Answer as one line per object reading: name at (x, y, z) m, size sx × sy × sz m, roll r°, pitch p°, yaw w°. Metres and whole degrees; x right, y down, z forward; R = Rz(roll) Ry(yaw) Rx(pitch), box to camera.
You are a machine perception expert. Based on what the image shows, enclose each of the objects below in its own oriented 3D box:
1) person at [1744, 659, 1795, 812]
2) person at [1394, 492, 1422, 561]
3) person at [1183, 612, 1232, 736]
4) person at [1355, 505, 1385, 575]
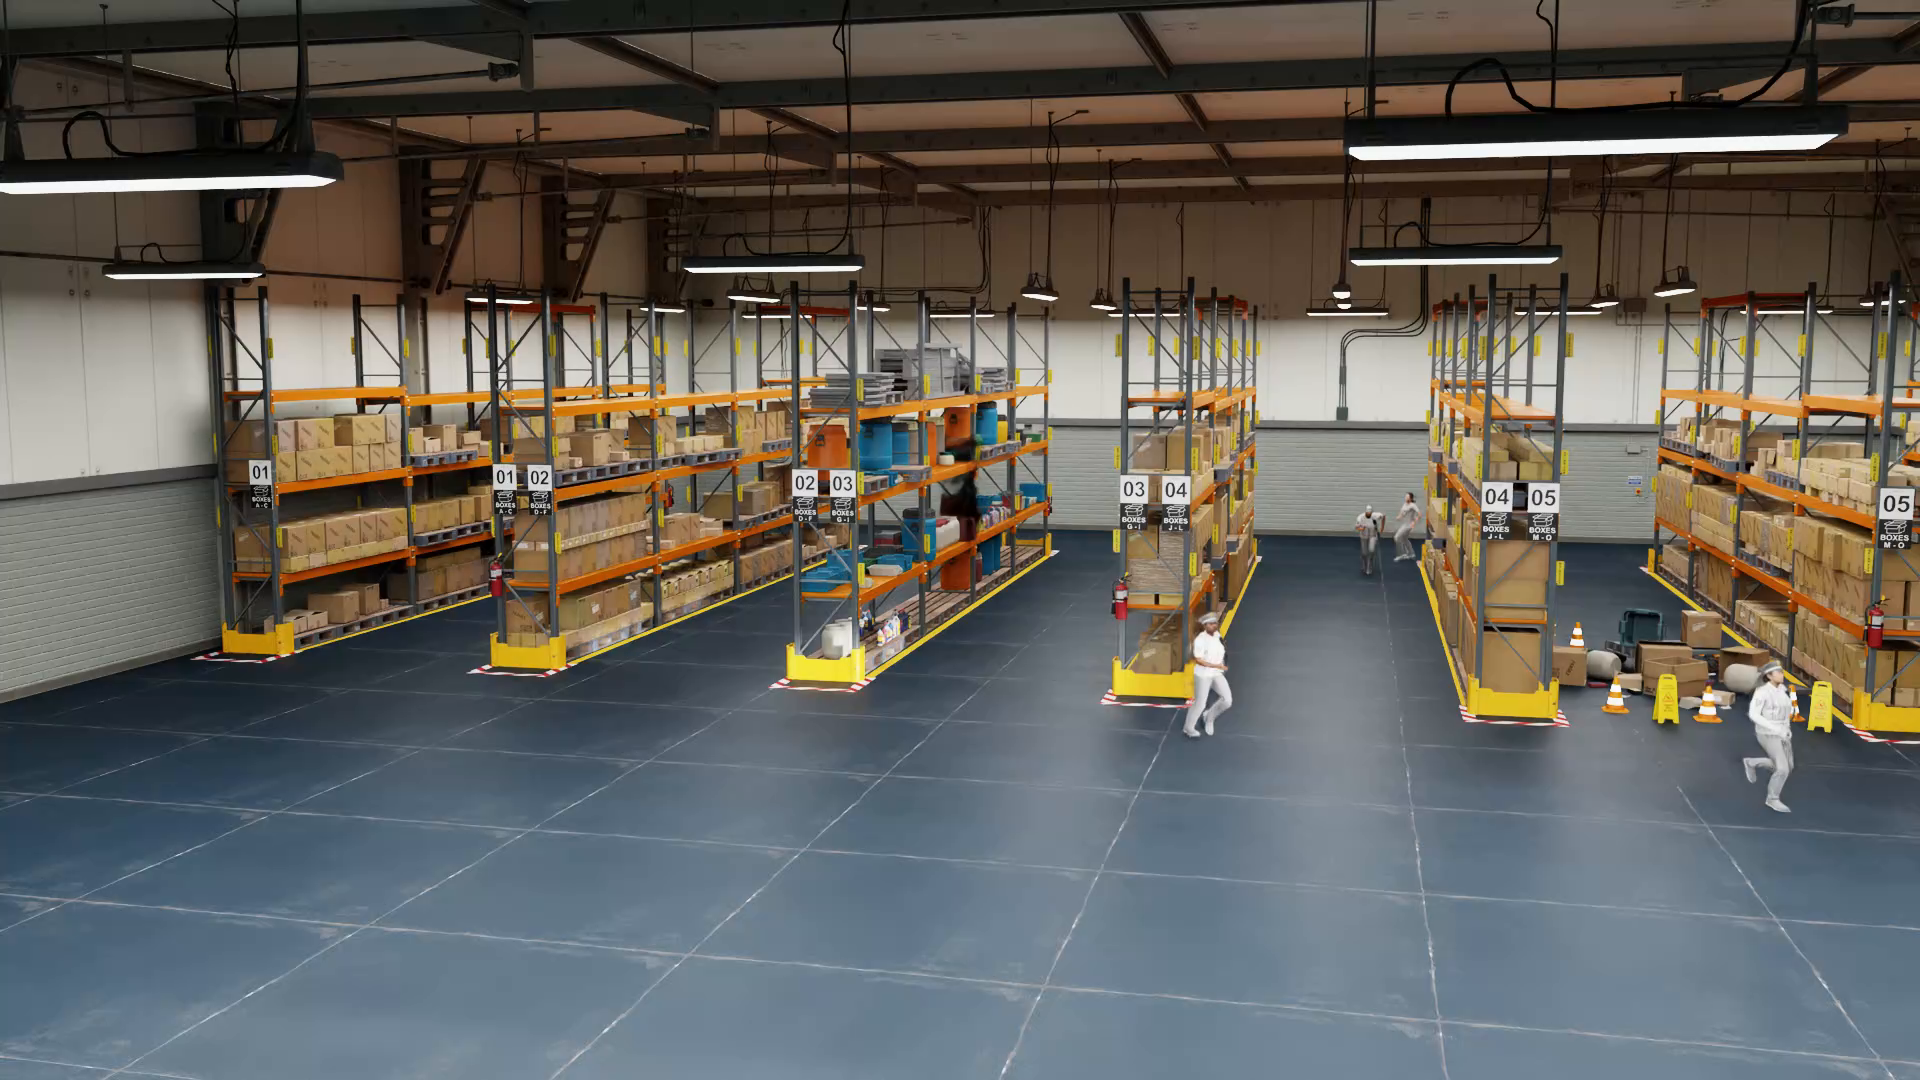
person at (8.865, 2.113, 18.225) m, size 0.639 × 1.650 × 0.586 m, roll -4°, pitch 8°, yaw -34°
person at (10.539, -0.300, 39.188) m, size 0.676 × 1.656 × 0.631 m, roll -1°, pitch 7°, yaw -13°
person at (3.218, 1.723, 21.291) m, size 0.600 × 1.651 × 0.786 m, roll -4°, pitch 8°, yaw -31°
person at (9.131, -0.001, 37.054) m, size 0.641 × 1.618 × 0.966 m, roll 2°, pitch 7°, yaw 17°
